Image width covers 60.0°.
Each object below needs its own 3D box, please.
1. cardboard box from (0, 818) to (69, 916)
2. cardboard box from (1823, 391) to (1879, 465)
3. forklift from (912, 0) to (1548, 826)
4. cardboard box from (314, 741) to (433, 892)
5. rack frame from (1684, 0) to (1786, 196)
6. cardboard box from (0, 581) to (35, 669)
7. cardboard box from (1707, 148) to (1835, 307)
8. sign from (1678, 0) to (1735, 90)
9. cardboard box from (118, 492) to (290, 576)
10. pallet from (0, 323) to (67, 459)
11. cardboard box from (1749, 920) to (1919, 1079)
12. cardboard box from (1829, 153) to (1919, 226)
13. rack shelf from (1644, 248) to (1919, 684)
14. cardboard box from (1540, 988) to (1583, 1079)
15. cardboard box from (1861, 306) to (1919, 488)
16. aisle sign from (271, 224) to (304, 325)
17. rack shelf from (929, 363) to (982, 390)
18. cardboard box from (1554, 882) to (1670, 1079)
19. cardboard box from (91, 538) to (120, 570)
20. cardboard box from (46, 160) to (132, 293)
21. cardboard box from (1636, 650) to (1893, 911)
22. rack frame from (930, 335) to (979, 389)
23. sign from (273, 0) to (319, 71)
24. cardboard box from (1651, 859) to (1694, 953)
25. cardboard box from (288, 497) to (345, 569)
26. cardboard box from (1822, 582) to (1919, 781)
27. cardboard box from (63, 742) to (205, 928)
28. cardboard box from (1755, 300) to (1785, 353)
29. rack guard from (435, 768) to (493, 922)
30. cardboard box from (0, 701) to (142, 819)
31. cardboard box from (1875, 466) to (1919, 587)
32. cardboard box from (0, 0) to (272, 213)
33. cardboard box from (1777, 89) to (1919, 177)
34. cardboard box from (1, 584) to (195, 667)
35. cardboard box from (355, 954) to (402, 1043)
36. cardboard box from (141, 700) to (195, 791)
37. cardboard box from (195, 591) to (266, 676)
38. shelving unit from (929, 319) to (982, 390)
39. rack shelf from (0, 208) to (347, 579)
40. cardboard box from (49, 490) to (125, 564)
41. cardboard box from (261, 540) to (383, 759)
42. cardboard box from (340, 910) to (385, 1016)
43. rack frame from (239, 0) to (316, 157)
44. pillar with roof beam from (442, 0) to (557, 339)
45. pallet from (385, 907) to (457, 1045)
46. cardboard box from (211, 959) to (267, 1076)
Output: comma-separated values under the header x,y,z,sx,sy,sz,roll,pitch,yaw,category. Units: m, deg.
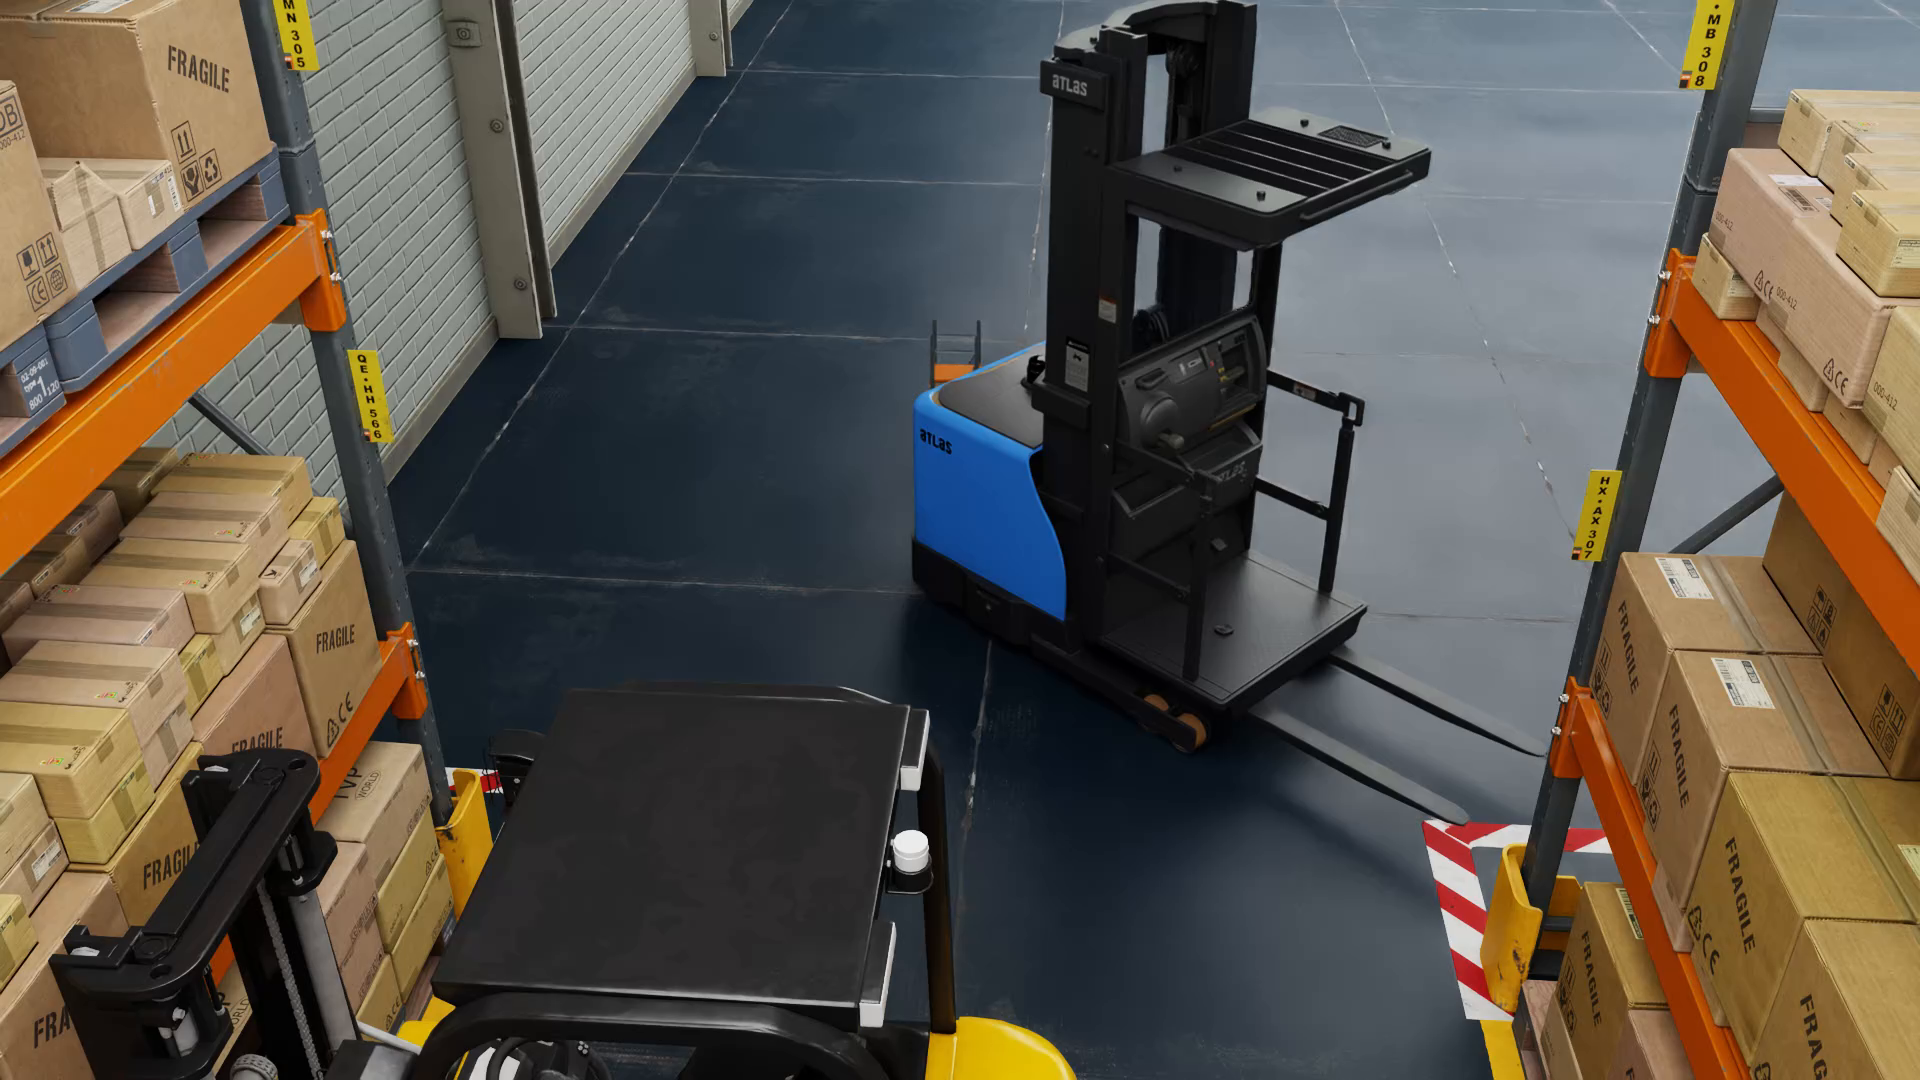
x,y,z,sx,sy,sz,roll,pitch,yaw,category
-2.359,0.781,3.910,0.380,0.149,0.250,2,32,4,cardboard box
2.194,-0.284,3.732,0.380,0.149,0.250,2,32,4,cardboard box
1.150,-0.629,6.977,1.130,2.935,3.031,-27,41,-36,forklift
-2.146,0.928,5.653,0.500,0.250,0.500,3,32,6,cardboard box
2.528,-2.236,3.801,1.000,3.000,0.127,2,32,4,rack frame
-2.757,0.232,4.518,0.380,0.149,0.250,3,32,4,cardboard box
2.221,-0.770,4.141,0.500,0.250,0.500,2,32,3,cardboard box
1.987,-1.354,4.397,0.100,0.325,0.005,2,32,4,sign
-2.228,-0.011,4.912,0.380,0.149,0.250,3,32,4,cardboard box
-2.600,-0.123,3.316,1.003,0.211,1.213,2,32,4,pallet
2.100,1.188,3.584,0.500,0.500,0.500,2,32,3,cardboard box
2.209,-0.754,3.735,0.380,0.149,0.250,2,32,4,cardboard box
2.365,0.393,3.080,1.077,0.370,4.000,2,32,4,rack shelf
2.187,1.720,5.321,0.500,0.250,0.500,2,32,4,cardboard box
2.153,-0.236,3.275,0.500,0.250,0.500,3,32,5,cardboard box
-2.121,-1.021,5.070,0.394,0.787,0.004,2,32,4,aisle sign
-0.021,-0.797,8.298,0.258,0.103,0.180,2,32,3,rack shelf
2.185,1.413,5.104,0.500,0.500,0.500,1,32,2,cardboard box
-2.662,0.087,5.036,0.380,0.149,0.250,2,32,4,cardboard box
-2.205,-0.755,3.889,0.396,0.266,0.258,3,32,4,cardboard box
2.174,0.655,4.449,0.500,0.500,0.500,3,32,5,cardboard box
-0.026,-0.481,8.386,0.240,1.200,0.006,2,32,3,rack frame
-1.880,-1.482,4.668,0.100,0.325,0.005,2,32,4,sign
2.119,0.992,4.521,0.380,0.149,0.250,3,32,5,cardboard box
-2.169,-0.018,5.206,0.380,0.149,0.250,3,32,5,cardboard box
2.655,0.264,4.131,0.700,0.500,0.500,3,32,4,cardboard box
-2.291,0.873,4.380,0.500,0.500,0.500,2,32,3,cardboard box
2.245,-0.552,4.166,0.380,0.149,0.250,1,32,2,cardboard box
-2.418,1.159,6.392,1.175,0.500,0.348,2,32,4,rack guard
-2.243,0.530,4.033,0.380,0.149,0.250,3,32,5,cardboard box
2.076,-0.017,3.299,0.380,0.149,0.250,3,32,5,cardboard box
-2.213,-1.191,4.374,0.500,0.500,0.500,3,32,6,cardboard box
2.296,-1.015,4.158,0.380,0.149,0.250,2,32,4,cardboard box
-2.316,0.254,4.482,0.380,0.149,0.250,3,32,4,cardboard box
-2.193,1.618,5.486,0.500,0.250,0.500,2,32,4,cardboard box
-2.248,0.521,4.332,0.380,0.149,0.250,1,32,2,cardboard box
-2.242,0.250,4.771,0.380,0.149,0.250,3,32,5,cardboard box
-0.021,-0.528,8.464,0.258,1.200,0.189,2,32,3,shelving unit
-2.582,0.183,3.421,1.077,0.370,4.000,2,32,4,rack shelf
-2.744,-0.035,4.950,0.380,0.149,0.250,4,32,6,cardboard box
-2.198,0.334,5.254,0.500,0.500,0.500,2,32,3,cardboard box
-2.199,1.416,5.337,0.500,0.250,0.500,2,32,4,cardboard box
-2.420,-2.446,4.142,1.000,3.000,0.127,2,32,4,rack frame
1.405,-5.074,8.407,9.100,9.000,0.400,2,32,4,pillar with roof beam
-2.440,1.696,5.796,1.003,0.211,1.213,2,32,4,pallet
-2.213,1.459,4.790,0.500,0.250,0.500,3,32,5,cardboard box
